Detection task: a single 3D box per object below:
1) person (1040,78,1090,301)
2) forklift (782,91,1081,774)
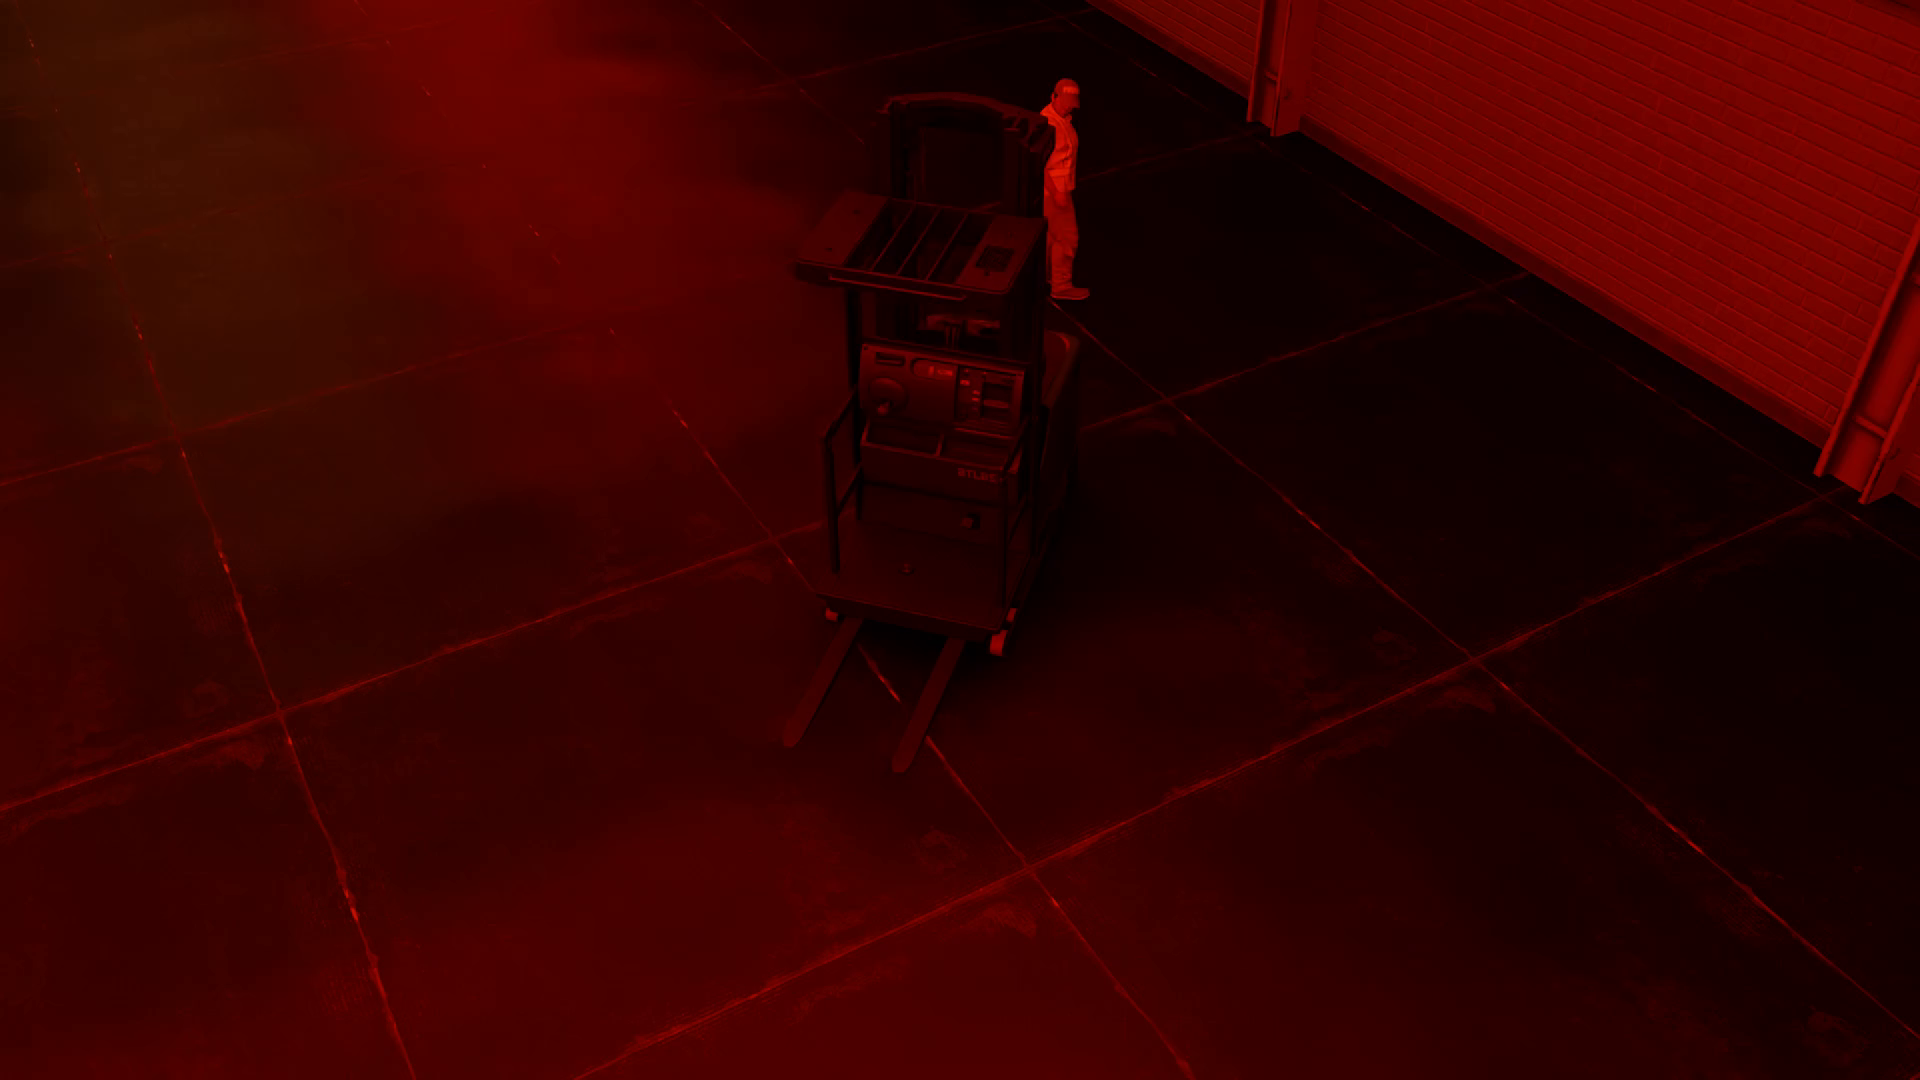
[{"bbox_3d":[0.734,-2.581,12.162,0.511,1.644,0.680,2,40,2],"label":"person"},{"bbox_3d":[-0.166,-0.745,8.935,1.130,2.935,3.031,11,41,13],"label":"forklift"}]
